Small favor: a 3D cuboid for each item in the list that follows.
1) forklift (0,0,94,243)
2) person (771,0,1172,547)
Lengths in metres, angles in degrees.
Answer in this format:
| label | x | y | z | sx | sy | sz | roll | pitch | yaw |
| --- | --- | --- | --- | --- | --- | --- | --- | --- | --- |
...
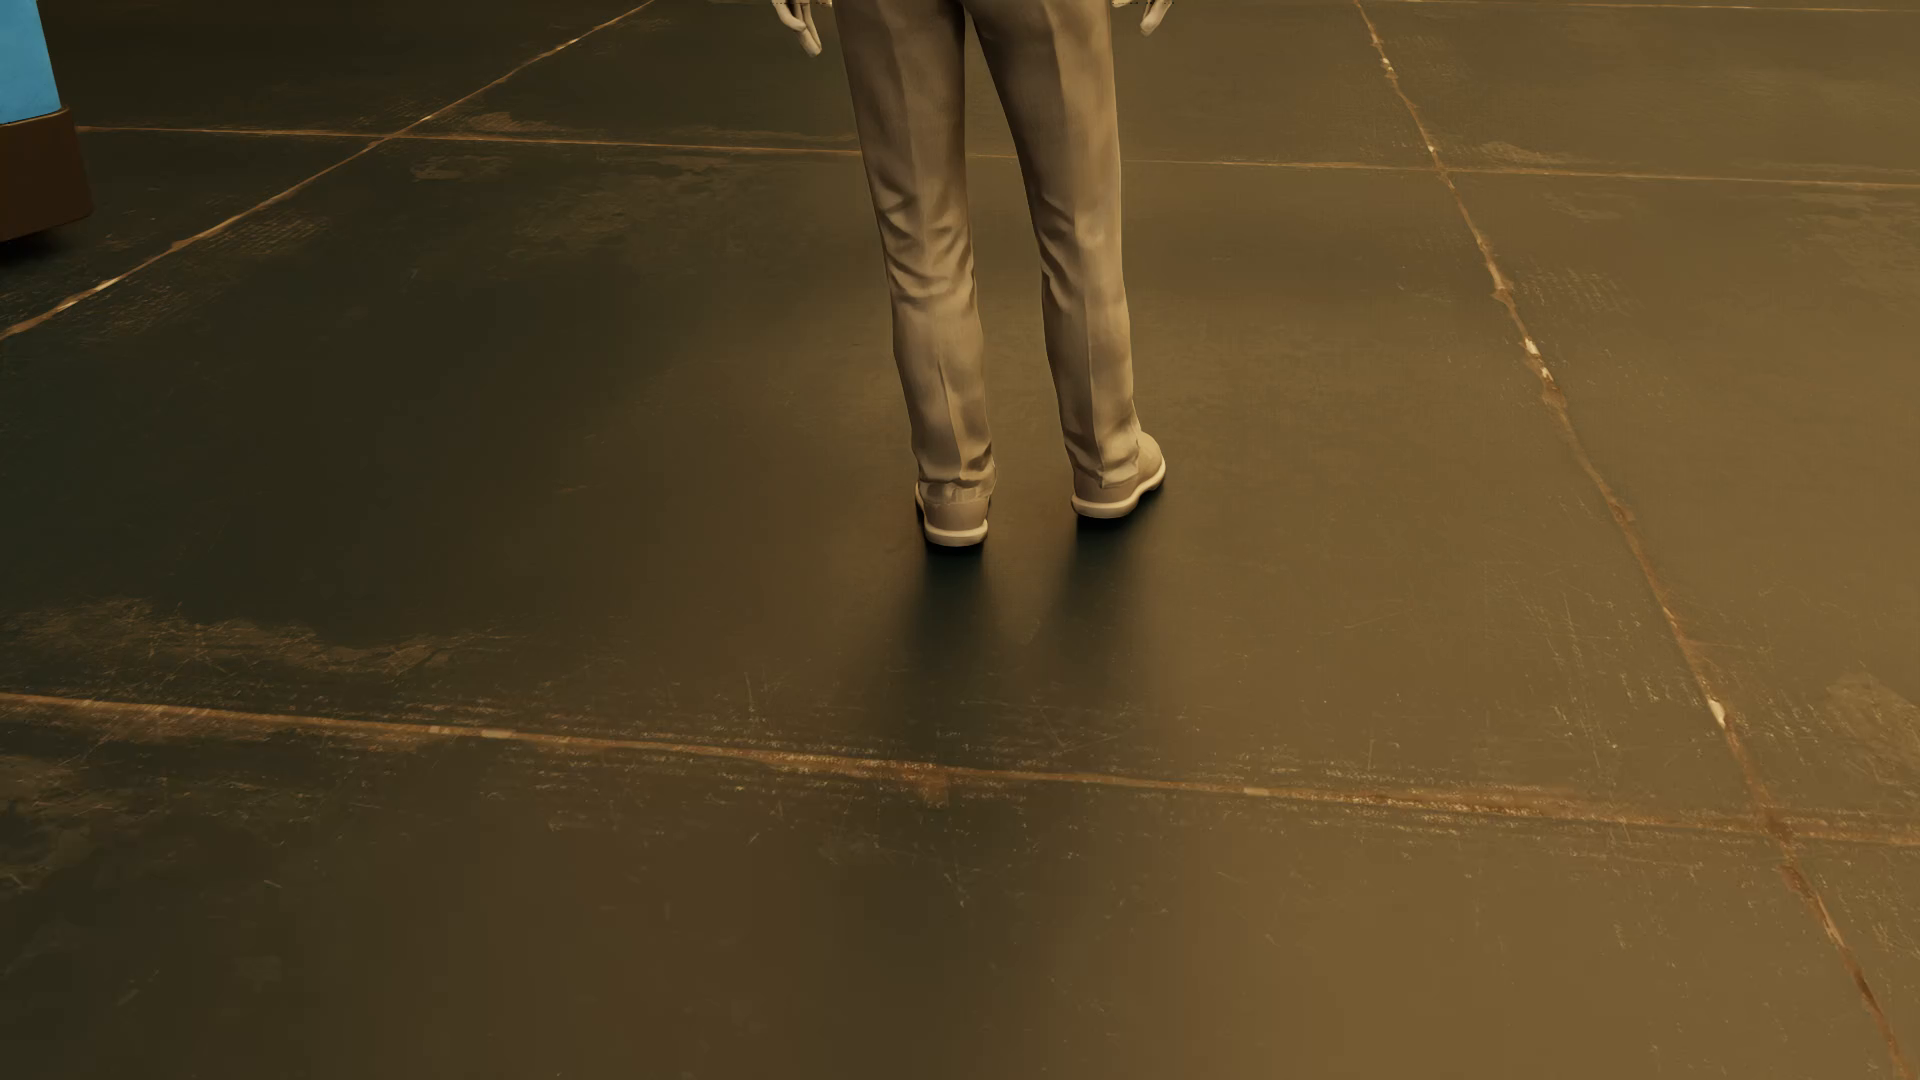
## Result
| label | x | y | z | sx | sy | sz | roll | pitch | yaw |
| --- | --- | --- | --- | --- | --- | --- | --- | --- | --- |
| forklift | -3.567 | -2.095 | 3.416 | 3.031 | 2.935 | 1.130 | 12 | 29 | 23 |
| person | 0.015 | -0.793 | 2.178 | 0.587 | 1.694 | 0.534 | 3 | 27 | 7 |
